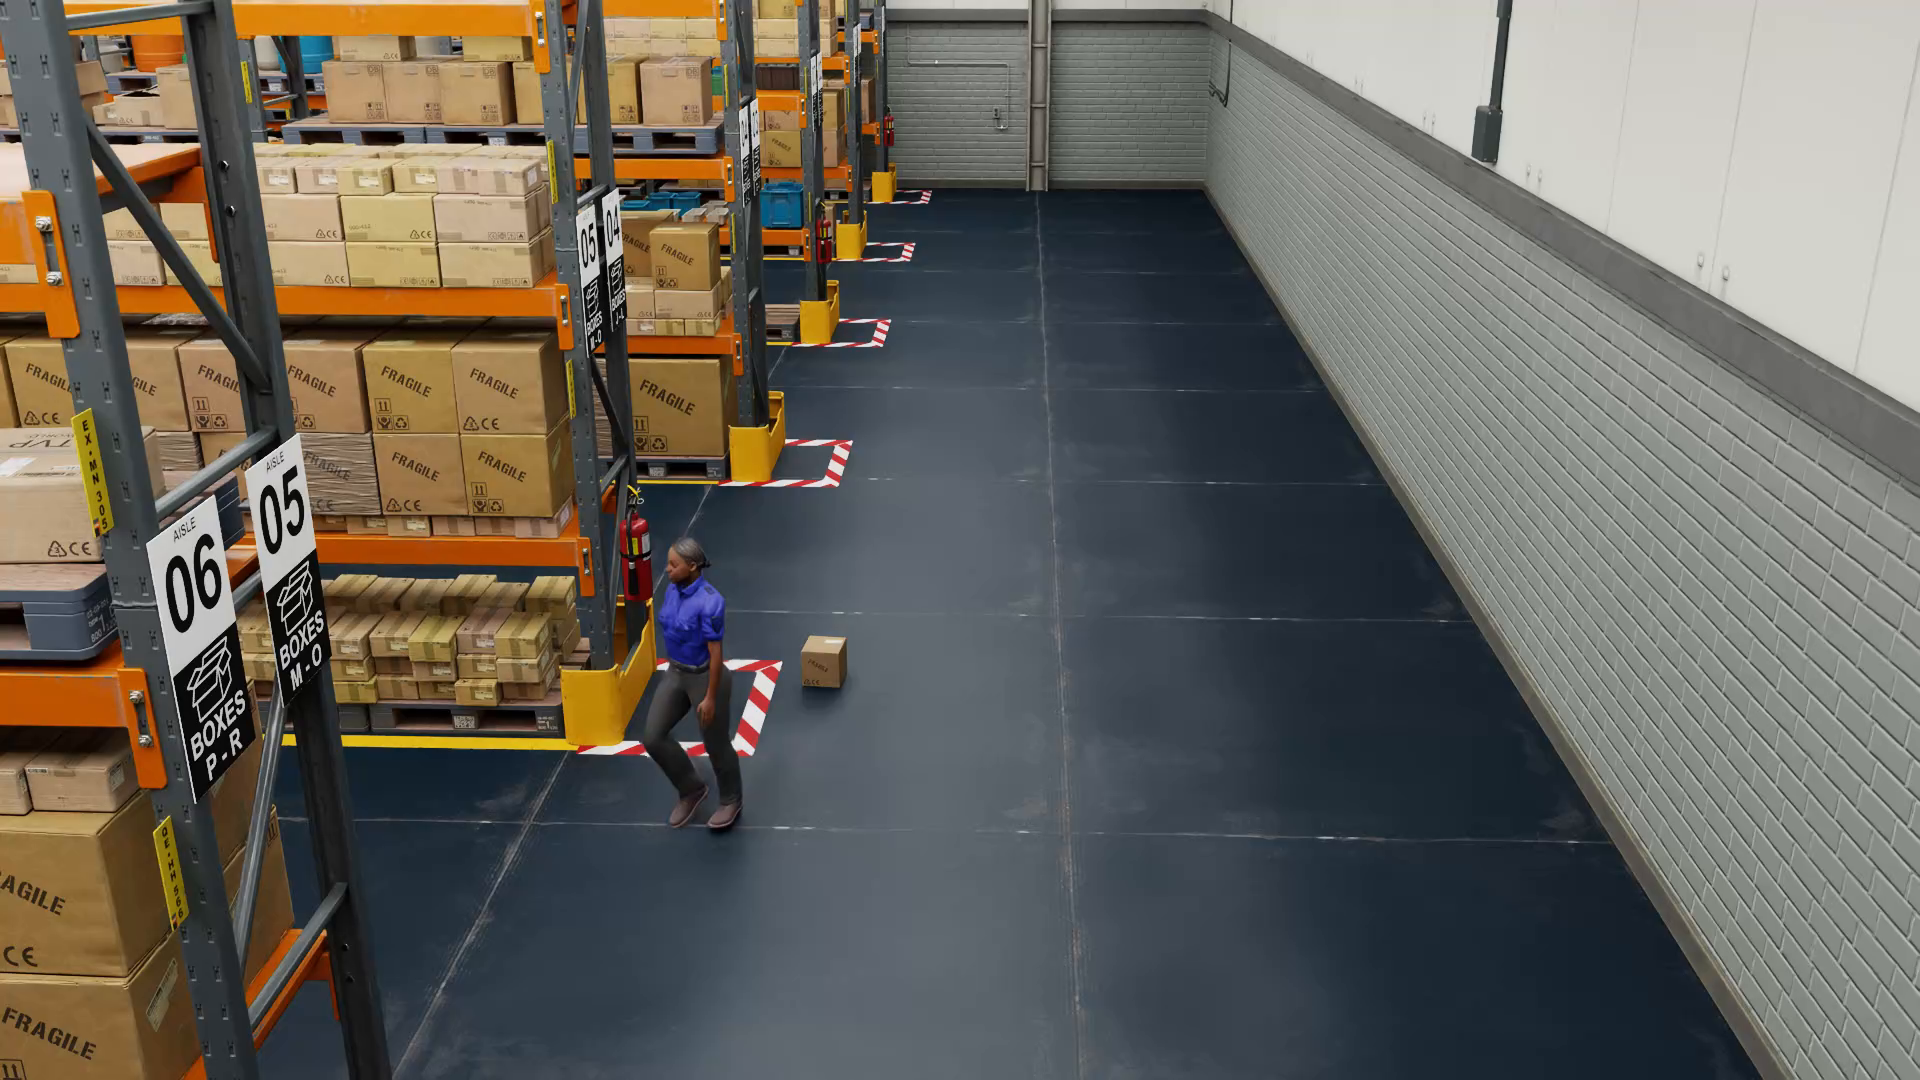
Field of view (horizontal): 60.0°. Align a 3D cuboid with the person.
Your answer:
[{"bbox_3d":[-1.449,0.800,8.990,0.507,1.663,0.470,16,26,35],"label":"person"}]
